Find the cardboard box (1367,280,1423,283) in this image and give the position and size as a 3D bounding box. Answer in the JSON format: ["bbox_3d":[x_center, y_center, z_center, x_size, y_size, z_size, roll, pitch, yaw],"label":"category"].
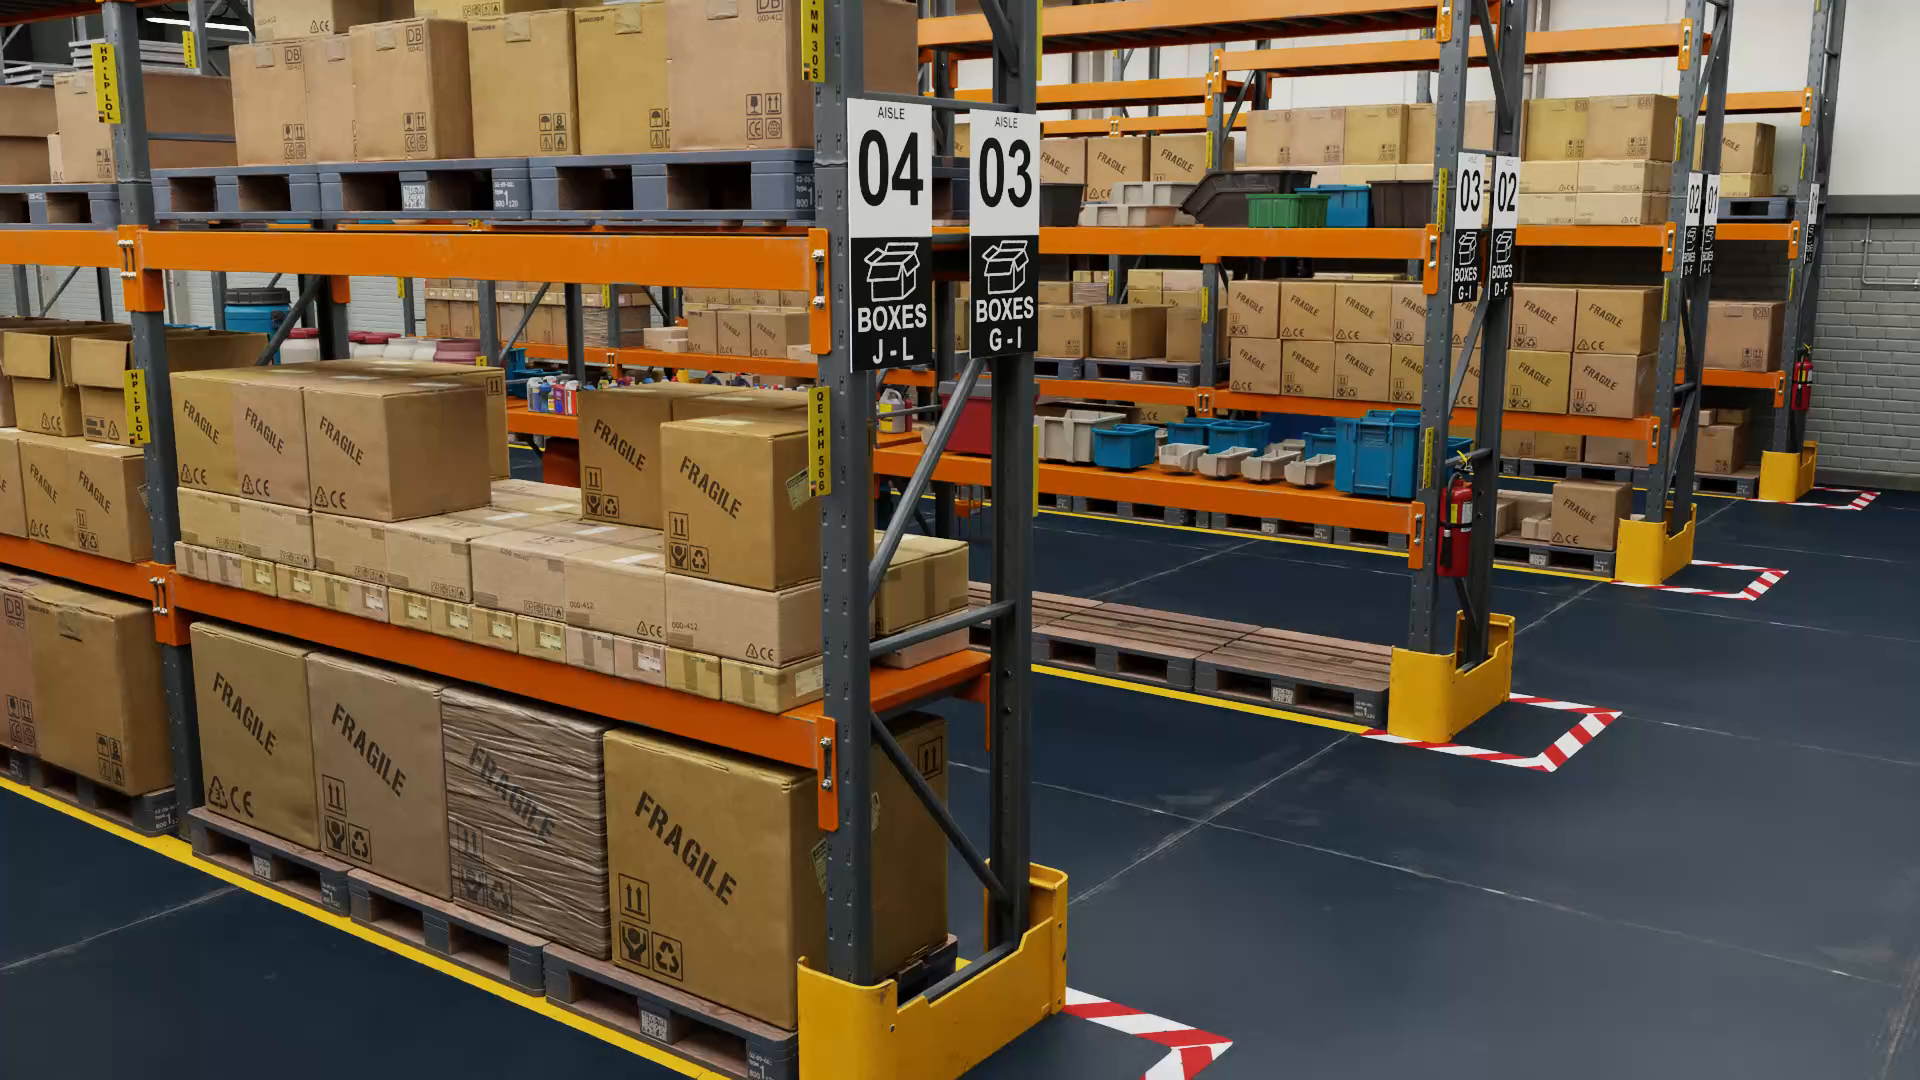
[{"bbox_3d":[3.938,-2.066,14.916,0.500,0.500,0.500,8,14,36],"label":"cardboard box"}]

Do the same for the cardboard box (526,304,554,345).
[{"bbox_3d":[-5.084,-2.770,21.186,0.500,0.500,0.700,8,14,36],"label":"cardboard box"}]

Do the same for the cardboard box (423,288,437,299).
[{"bbox_3d":[-6.926,-3.297,22.202,0.250,0.149,0.380,8,13,35],"label":"cardboard box"}]

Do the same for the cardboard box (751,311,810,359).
[{"bbox_3d":[-2.029,-2.342,18.975,0.500,0.500,0.500,7,13,33],"label":"cardboard box"}]

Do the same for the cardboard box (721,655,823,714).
[{"bbox_3d":[-0.568,0.442,5.507,0.250,0.149,0.380,8,14,37],"label":"cardboard box"}]

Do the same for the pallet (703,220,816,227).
[{"bbox_3d":[-1.068,-2.352,11.892,1.003,0.211,1.213,8,13,36],"label":"pallet"}]

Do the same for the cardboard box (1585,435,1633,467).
[{"bbox_3d":[7.277,-1.121,18.403,0.500,0.500,0.700,7,13,34],"label":"cardboard box"}]

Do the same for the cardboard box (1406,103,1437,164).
[{"bbox_3d":[4.190,-3.455,14.198,0.500,0.500,0.700,8,13,36],"label":"cardboard box"}]

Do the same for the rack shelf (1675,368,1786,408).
[{"bbox_3d":[7.098,-1.838,18.526,4.000,0.370,1.077,8,13,36],"label":"rack shelf"}]

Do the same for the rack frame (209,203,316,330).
[{"bbox_3d":[-6.826,-1.799,16.429,0.127,3.000,1.000,8,13,36],"label":"rack frame"}]

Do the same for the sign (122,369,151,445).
[{"bbox_3d":[-3.623,-0.586,7.323,0.005,0.325,0.100,8,13,36],"label":"sign"}]

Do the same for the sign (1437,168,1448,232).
[{"bbox_3d":[2.533,-1.785,8.736,0.005,0.325,0.100,8,13,36],"label":"sign"}]

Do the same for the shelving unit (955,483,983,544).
[{"bbox_3d":[0.043,-0.509,14.899,0.252,1.050,0.215,8,13,36],"label":"shelving unit"}]

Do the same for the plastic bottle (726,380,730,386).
[{"bbox_3d":[-1.882,-1.138,13.321,0.133,0.283,0.061,8,13,36],"label":"plastic bottle"}]

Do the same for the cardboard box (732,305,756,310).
[{"bbox_3d":[-3.147,-3.483,25.480,0.500,0.250,0.500,8,13,35],"label":"cardboard box"}]

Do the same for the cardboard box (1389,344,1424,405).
[{"bbox_3d":[4.034,-1.437,14.295,0.500,0.500,0.500,8,13,35],"label":"cardboard box"}]

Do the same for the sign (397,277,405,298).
[{"bbox_3d":[-7.449,-3.386,22.146,0.005,0.325,0.100,8,13,36],"label":"sign"}]

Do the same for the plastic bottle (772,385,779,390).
[{"bbox_3d":[-1.376,-0.971,12.282,0.185,0.351,0.144,8,13,36],"label":"plastic bottle"}]

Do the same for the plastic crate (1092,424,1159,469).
[{"bbox_3d":[1.039,-0.588,10.457,0.300,0.233,0.416,8,13,36],"label":"plastic crate"}]

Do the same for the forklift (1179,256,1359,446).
[{"bbox_3d":[3.014,-2.101,18.173,3.031,2.935,1.130,8,13,34],"label":"forklift"}]

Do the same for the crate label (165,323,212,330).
[{"bbox_3d":[-8.407,-2.100,17.895,0.616,0.435,0.502,8,13,36],"label":"crate label"}]

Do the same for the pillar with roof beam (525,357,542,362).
[{"bbox_3d":[-10.494,-6.780,26.382,0.548,9.000,9.100,8,13,36],"label":"pillar with roof beam"}]

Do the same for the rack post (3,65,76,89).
[{"bbox_3d":[-9.516,-4.844,17.692,0.954,0.300,0.937,10,15,42],"label":"rack post"}]

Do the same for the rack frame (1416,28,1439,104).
[{"bbox_3d":[5.486,-5.361,19.050,0.127,3.000,1.000,8,13,36],"label":"rack frame"}]

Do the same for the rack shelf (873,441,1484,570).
[{"bbox_3d":[1.234,-0.321,10.686,4.000,0.370,1.077,8,13,36],"label":"rack shelf"}]

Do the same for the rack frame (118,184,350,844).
[{"bbox_3d":[-3.310,-0.141,7.861,0.127,3.000,1.000,8,13,36],"label":"rack frame"}]

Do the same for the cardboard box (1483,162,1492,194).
[{"bbox_3d":[4.412,-2.984,13.736,0.500,0.250,0.500,8,13,36],"label":"cardboard box"}]

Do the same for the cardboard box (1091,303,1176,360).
[{"bbox_3d":[1.716,-2.067,16.450,0.700,0.500,0.500,-11,15,-44],"label":"cardboard box"}]

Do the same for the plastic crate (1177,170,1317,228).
[{"bbox_3d":[1.777,-2.106,10.282,0.767,0.338,0.504,8,13,36],"label":"plastic crate"}]

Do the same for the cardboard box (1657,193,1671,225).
[{"bbox_3d":[5.517,-2.703,13.603,0.500,0.250,0.500,8,13,36],"label":"cardboard box"}]

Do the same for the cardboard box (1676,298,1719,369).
[{"bbox_3d":[7.700,-2.249,17.970,0.700,0.700,0.980,8,13,35],"label":"cardboard box"}]

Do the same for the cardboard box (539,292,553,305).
[{"bbox_3d":[-5.056,-3.037,20.857,0.250,0.149,0.380,8,13,35],"label":"cardboard box"}]

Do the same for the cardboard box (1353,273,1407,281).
[{"bbox_3d":[4.958,-3.002,19.578,0.500,0.250,0.500,8,14,37],"label":"cardboard box"}]

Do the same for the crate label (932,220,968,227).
[{"bbox_3d":[-0.155,-2.143,11.008,0.466,0.136,0.293,8,13,36],"label":"crate label"}]

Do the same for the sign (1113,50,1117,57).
[{"bbox_3d":[1.949,-6.224,20.844,0.005,0.325,0.100,8,13,36],"label":"sign"}]

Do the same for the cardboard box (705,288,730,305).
[{"bbox_3d":[-3.587,-3.913,25.725,0.500,0.500,0.500,8,14,36],"label":"cardboard box"}]

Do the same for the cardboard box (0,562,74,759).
[{"bbox_3d":[-4.558,0.527,8.898,0.875,0.875,1.225,7,13,34],"label":"cardboard box"}]

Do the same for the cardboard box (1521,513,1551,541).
[{"bbox_3d":[4.924,-0.115,14.028,0.250,0.166,0.380,8,13,36],"label":"cardboard box"}]

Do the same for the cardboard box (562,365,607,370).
[{"bbox_3d":[-4.886,-1.993,21.595,0.500,0.500,0.500,8,13,36],"label":"cardboard box"}]

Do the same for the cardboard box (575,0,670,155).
[{"bbox_3d":[-0.919,-1.600,5.875,0.500,0.500,0.700,7,13,33],"label":"cardboard box"}]

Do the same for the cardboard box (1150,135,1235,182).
[{"bbox_3d":[2.194,-3.502,15.705,0.600,0.600,0.600,6,13,30],"label":"cardboard box"}]

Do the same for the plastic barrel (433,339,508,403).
[{"bbox_3d":[-4.156,-1.421,14.122,0.708,0.536,0.600,8,13,36],"label":"plastic barrel"}]

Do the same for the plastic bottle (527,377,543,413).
[{"bbox_3d":[-3.445,-1.190,13.609,0.135,0.276,0.152,8,13,36],"label":"plastic bottle"}]

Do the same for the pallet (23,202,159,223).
[{"bbox_3d":[-5.080,-1.781,8.939,1.213,0.211,1.003,9,14,38],"label":"pallet"}]

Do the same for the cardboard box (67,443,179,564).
[{"bbox_3d":[-3.848,-0.201,7.907,0.500,0.500,0.500,8,14,36],"label":"cardboard box"}]

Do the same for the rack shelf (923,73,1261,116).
[{"bbox_3d":[0.945,-4.278,16.397,4.000,0.370,1.077,8,13,36],"label":"rack shelf"}]

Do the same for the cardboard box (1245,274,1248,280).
[{"bbox_3d":[3.729,-3.176,20.475,0.500,0.250,0.500,8,13,34],"label":"cardboard box"}]

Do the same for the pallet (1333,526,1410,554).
[{"bbox_3d":[4.097,-0.073,14.855,1.213,0.211,1.003,8,13,36],"label":"pallet"}]

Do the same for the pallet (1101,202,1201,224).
[{"bbox_3d":[2.073,-3.122,15.865,1.003,0.211,1.213,8,13,36],"label":"pallet"}]

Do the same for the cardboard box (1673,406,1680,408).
[{"bbox_3d":[7.669,-1.342,17.838,0.250,0.149,0.380,8,14,37],"label":"cardboard box"}]

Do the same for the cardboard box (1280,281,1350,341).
[{"bbox_3d":[3.186,-2.043,14.798,0.500,0.500,0.500,7,13,34],"label":"cardboard box"}]

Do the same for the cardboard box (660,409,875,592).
[{"bbox_3d":[-0.634,-0.146,5.526,0.500,0.500,0.500,8,14,36],"label":"cardboard box"}]

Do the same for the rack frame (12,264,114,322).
[{"bbox_3d":[-10.050,-2.248,18.754,0.127,3.000,1.000,8,13,36],"label":"rack frame"}]

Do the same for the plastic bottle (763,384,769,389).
[{"bbox_3d":[-1.536,-1.094,13.125,0.097,0.271,0.097,0,11,0],"label":"plastic bottle"}]

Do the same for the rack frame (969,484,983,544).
[{"bbox_3d":[0.141,-0.496,14.828,0.008,1.050,0.200,8,13,36],"label":"rack frame"}]

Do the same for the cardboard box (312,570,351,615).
[{"bbox_3d":[-2.425,0.184,6.845,0.250,0.149,0.380,8,13,35],"label":"cardboard box"}]

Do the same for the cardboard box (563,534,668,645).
[{"bbox_3d":[-1.042,0.165,5.889,0.500,0.250,0.500,8,13,35],"label":"cardboard box"}]

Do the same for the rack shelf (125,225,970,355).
[{"bbox_3d":[-1.698,-1.036,6.482,4.000,0.370,1.077,8,13,36],"label":"rack shelf"}]
